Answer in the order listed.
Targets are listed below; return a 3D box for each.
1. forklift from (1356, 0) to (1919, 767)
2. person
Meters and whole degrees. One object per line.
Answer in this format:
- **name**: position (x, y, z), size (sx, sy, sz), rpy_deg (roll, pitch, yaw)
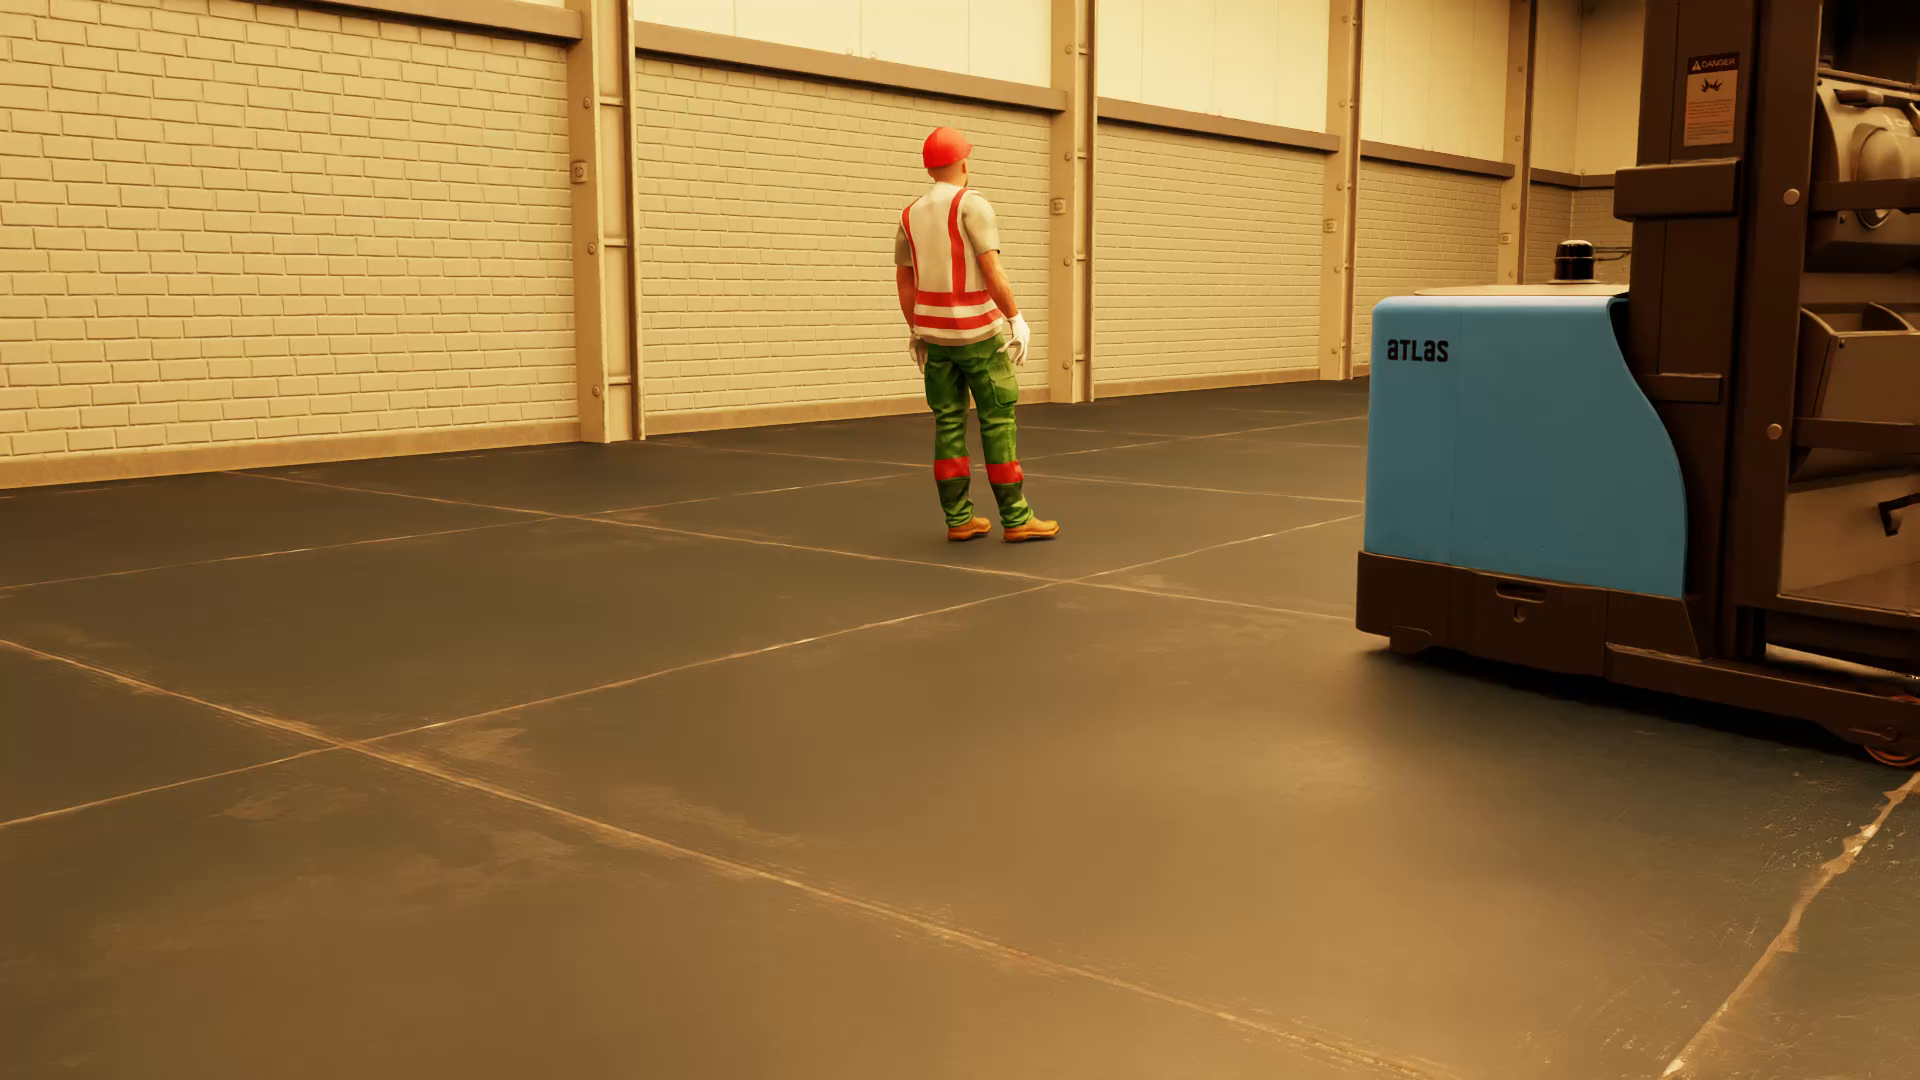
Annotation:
- **forklift**: position (2.516, -0.986, 4.024), size (1.130, 2.935, 3.031), rpy_deg (-7, 11, -38)
- **person**: position (0.060, -0.900, 7.328), size (0.637, 1.787, 0.564), rpy_deg (7, 11, 38)
